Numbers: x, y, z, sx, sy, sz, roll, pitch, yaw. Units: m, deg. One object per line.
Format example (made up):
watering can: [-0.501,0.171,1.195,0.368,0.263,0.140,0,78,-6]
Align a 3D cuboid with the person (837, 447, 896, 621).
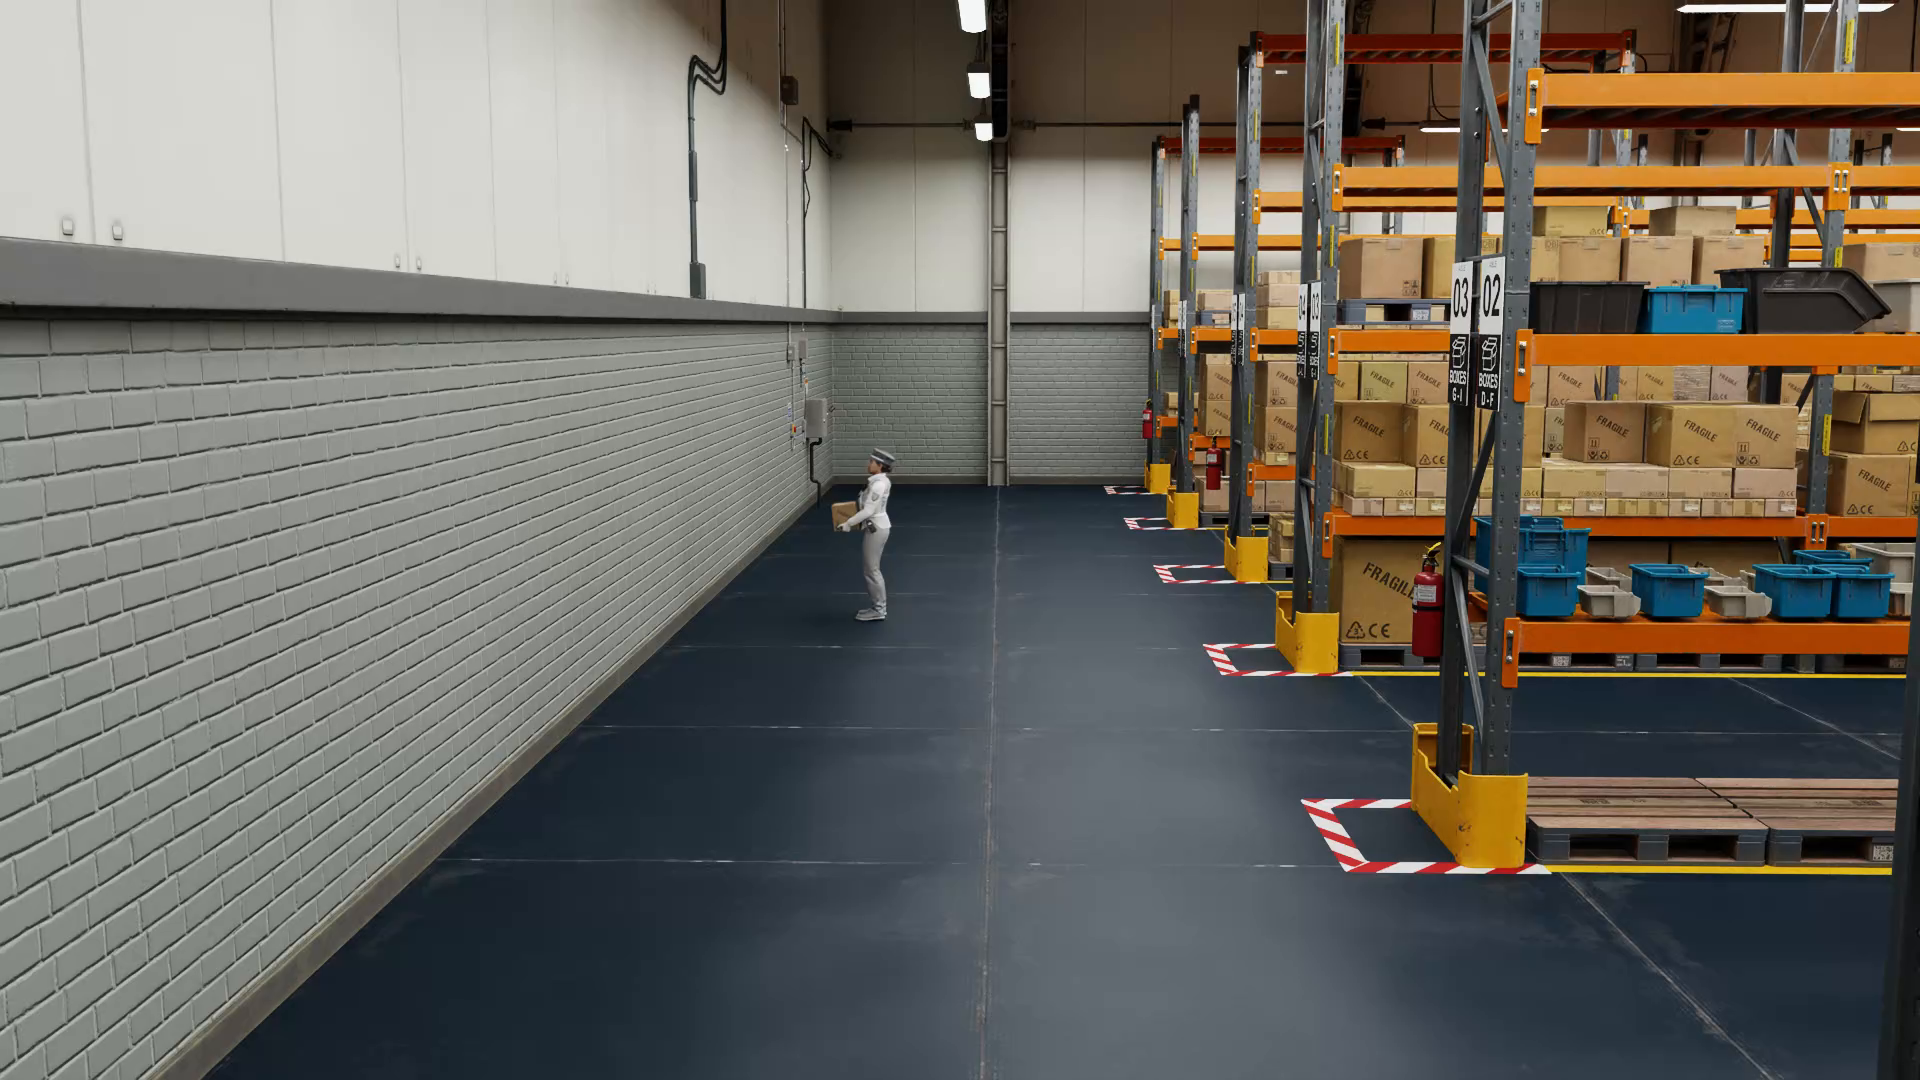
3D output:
person: [-0.902,-0.068,16.203,0.563,1.686,0.461,0,7,1]
